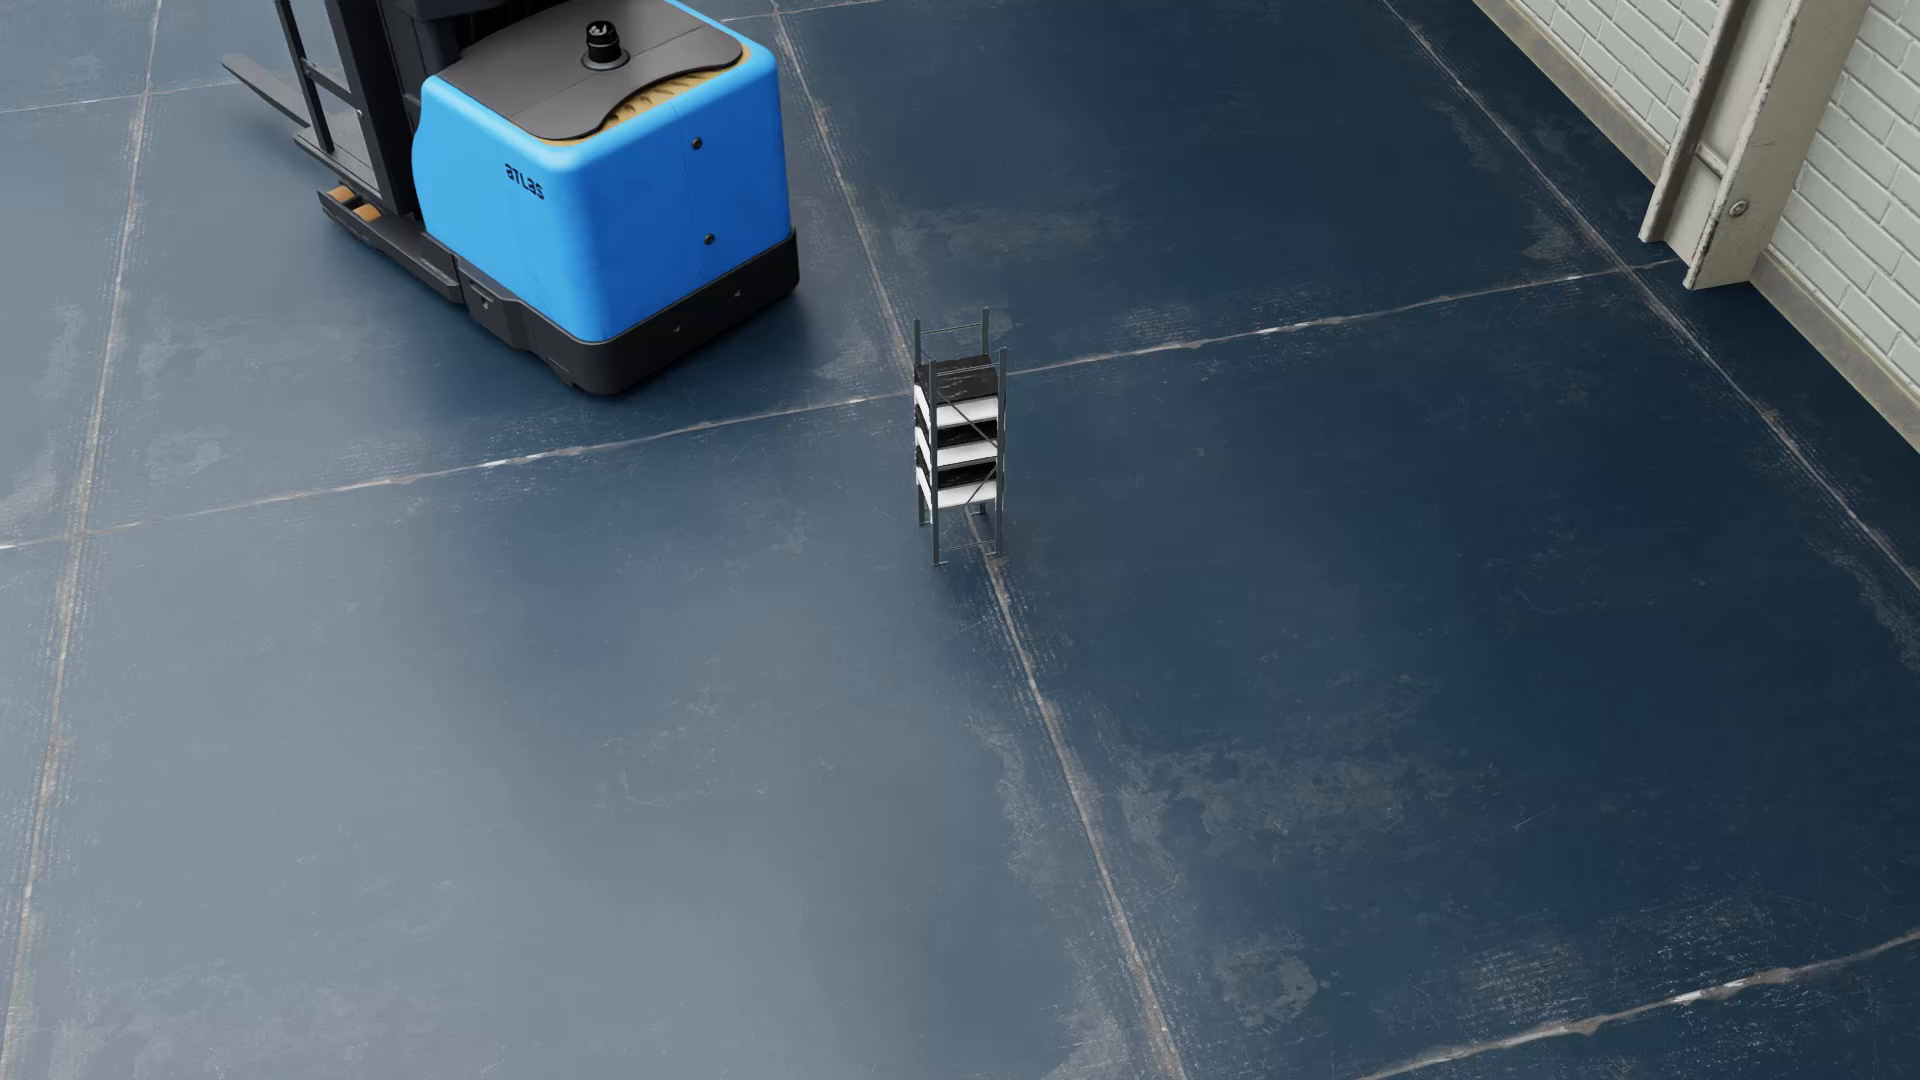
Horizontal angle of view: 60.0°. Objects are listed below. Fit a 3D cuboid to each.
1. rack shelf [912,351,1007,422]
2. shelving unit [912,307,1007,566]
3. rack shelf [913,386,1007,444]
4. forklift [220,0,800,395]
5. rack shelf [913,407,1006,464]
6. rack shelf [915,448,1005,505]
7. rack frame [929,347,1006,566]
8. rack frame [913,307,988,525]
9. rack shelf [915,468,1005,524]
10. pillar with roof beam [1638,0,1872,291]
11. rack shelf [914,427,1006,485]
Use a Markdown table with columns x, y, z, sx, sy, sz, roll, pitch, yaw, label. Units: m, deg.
| x | y | z | sx | sy | sz | roll | pitch | yaw | label |
| --- | --- | --- | --- | --- | --- | --- | --- | --- | --- |
| -0.002 | -0.486 | 5.265 | 0.258 | 0.077 | 0.200 | -11 | 47 | -10 | rack shelf |
| -0.002 | -0.321 | 5.434 | 0.258 | 0.900 | 0.210 | -11 | 47 | -10 | shelving unit |
| -0.002 | -0.423 | 5.329 | 0.258 | 0.077 | 0.200 | -11 | 47 | -10 | rack shelf |
| -2.057 | -2.500 | 6.148 | 3.031 | 2.935 | 1.130 | 34 | 55 | 29 | forklift |
| -0.002 | -0.360 | 5.394 | 0.258 | 0.077 | 0.200 | -11 | 47 | -10 | rack shelf |
| -0.002 | -0.234 | 5.522 | 0.258 | 0.077 | 0.200 | -11 | 47 | -10 | rack shelf |
| 0.024 | -0.250 | 5.365 | 0.240 | 0.900 | 0.006 | -11 | 47 | -10 | rack frame |
| -0.028 | -0.391 | 5.503 | 0.240 | 0.900 | 0.006 | -11 | 47 | -10 | rack frame |
| -0.002 | -0.171 | 5.586 | 0.258 | 0.077 | 0.200 | -11 | 47 | -10 | rack shelf |
| -1.107 | -3.539 | 2.917 | 9.100 | 9.000 | 0.400 | -11 | 47 | -10 | pillar with roof beam |
| -0.002 | -0.297 | 5.458 | 0.258 | 0.077 | 0.200 | -11 | 47 | -10 | rack shelf |
